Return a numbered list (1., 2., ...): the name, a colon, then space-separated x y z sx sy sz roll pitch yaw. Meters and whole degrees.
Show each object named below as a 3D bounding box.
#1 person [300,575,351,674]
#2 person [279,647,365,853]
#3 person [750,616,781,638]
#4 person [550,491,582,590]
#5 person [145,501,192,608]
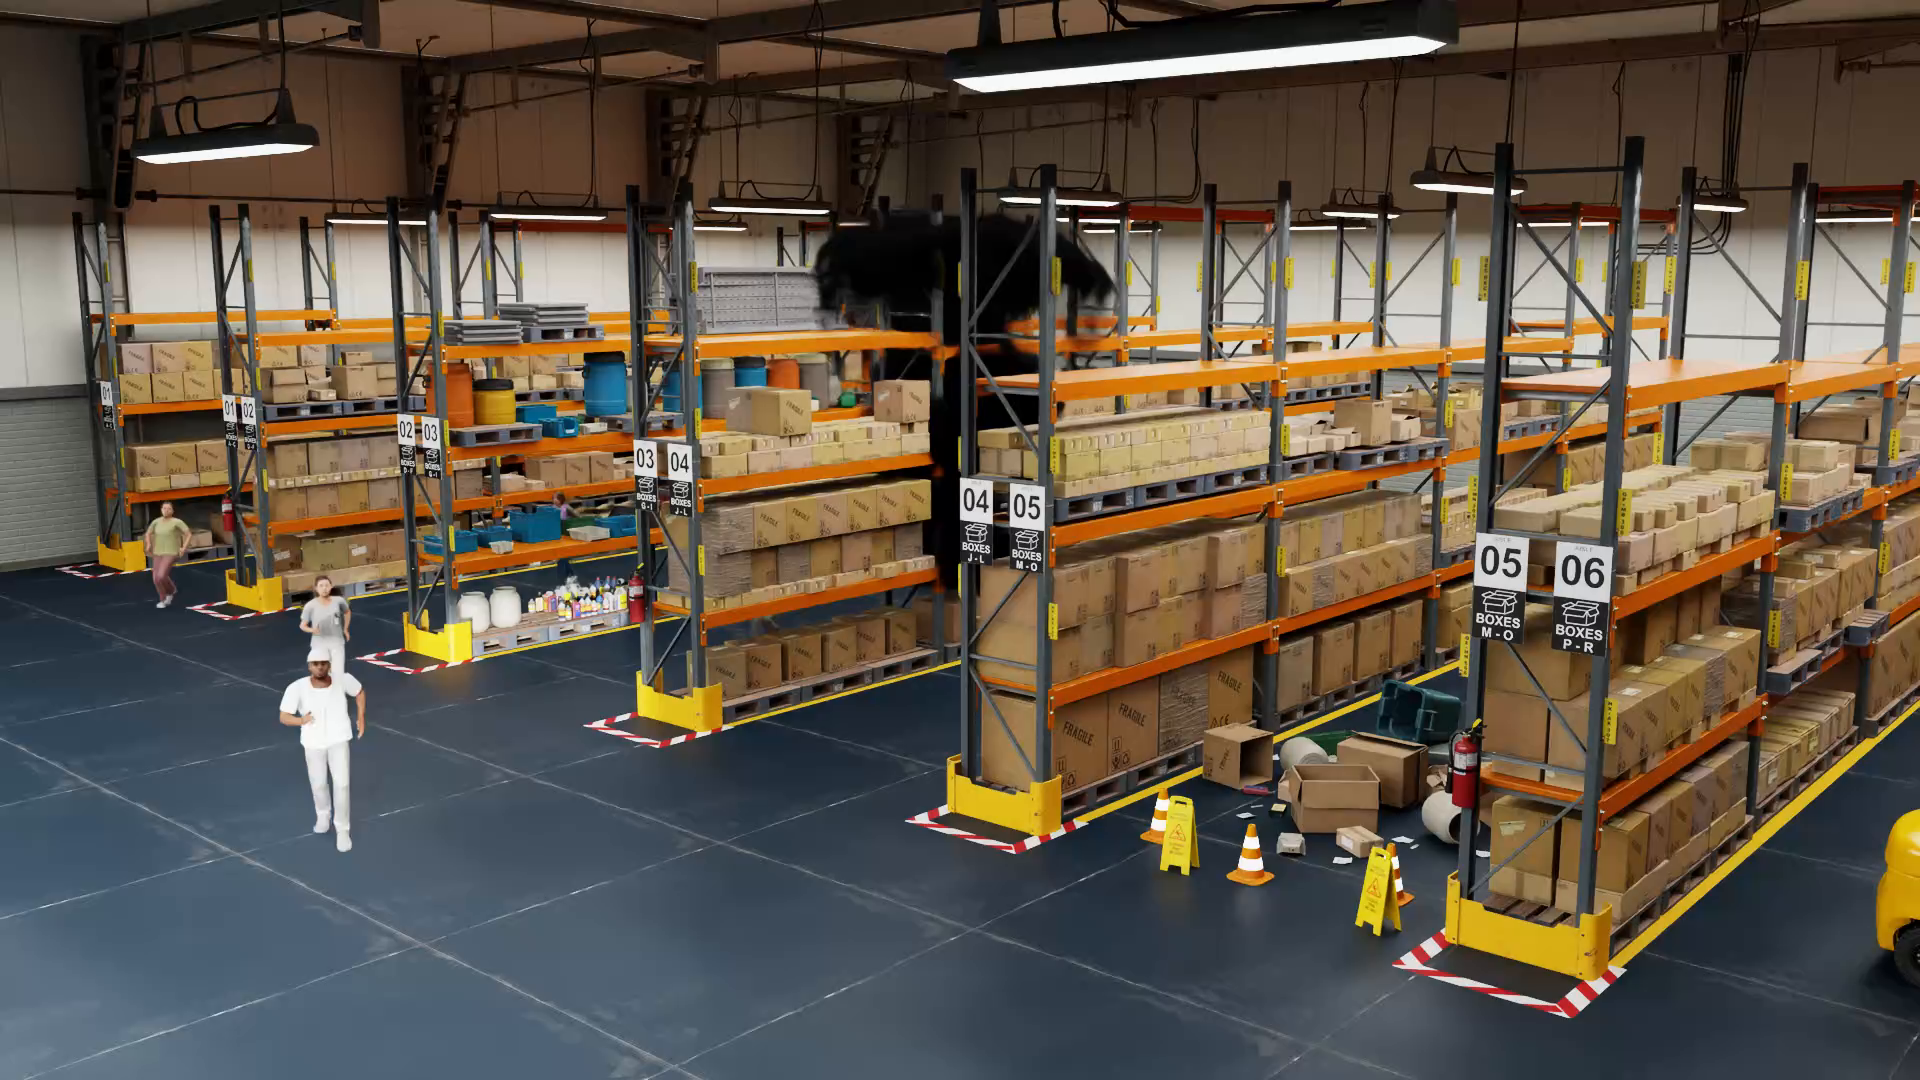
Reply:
1. person: -7.154 1.219 18.825 0.567 1.667 0.955 -5 11 -26
2. person: -5.680 1.842 14.874 0.720 1.834 0.787 -3 10 -20
3. person: -2.631 0.684 21.925 0.575 1.685 0.938 7 12 37
4. person: -6.269 0.025 26.195 0.565 1.631 0.778 3 10 19
5. person: -11.947 0.225 25.020 0.650 1.630 0.511 0 9 3
